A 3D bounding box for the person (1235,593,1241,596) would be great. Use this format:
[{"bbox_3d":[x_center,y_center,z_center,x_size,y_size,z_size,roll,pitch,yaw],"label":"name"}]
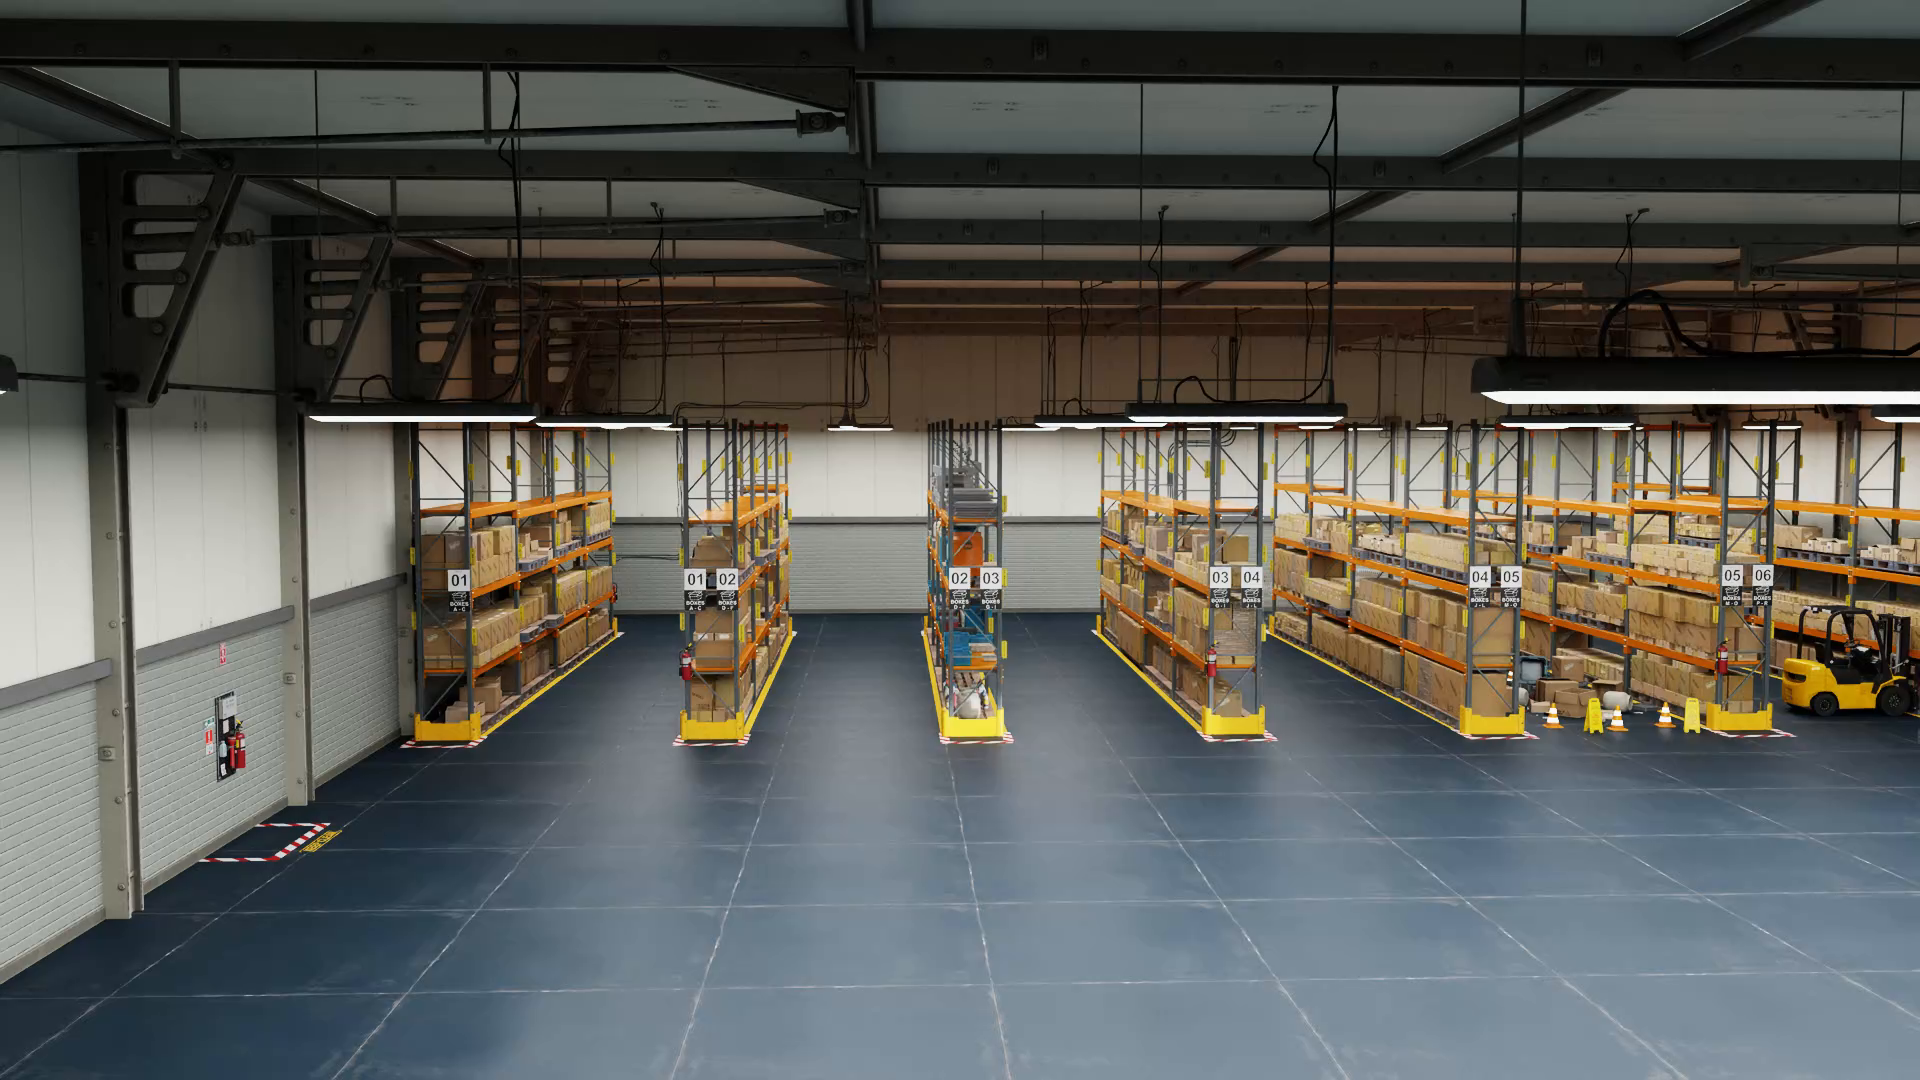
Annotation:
[{"bbox_3d":[8.087,1.823,48.467,0.643,1.607,0.587,-1,4,-15],"label":"person"}]
